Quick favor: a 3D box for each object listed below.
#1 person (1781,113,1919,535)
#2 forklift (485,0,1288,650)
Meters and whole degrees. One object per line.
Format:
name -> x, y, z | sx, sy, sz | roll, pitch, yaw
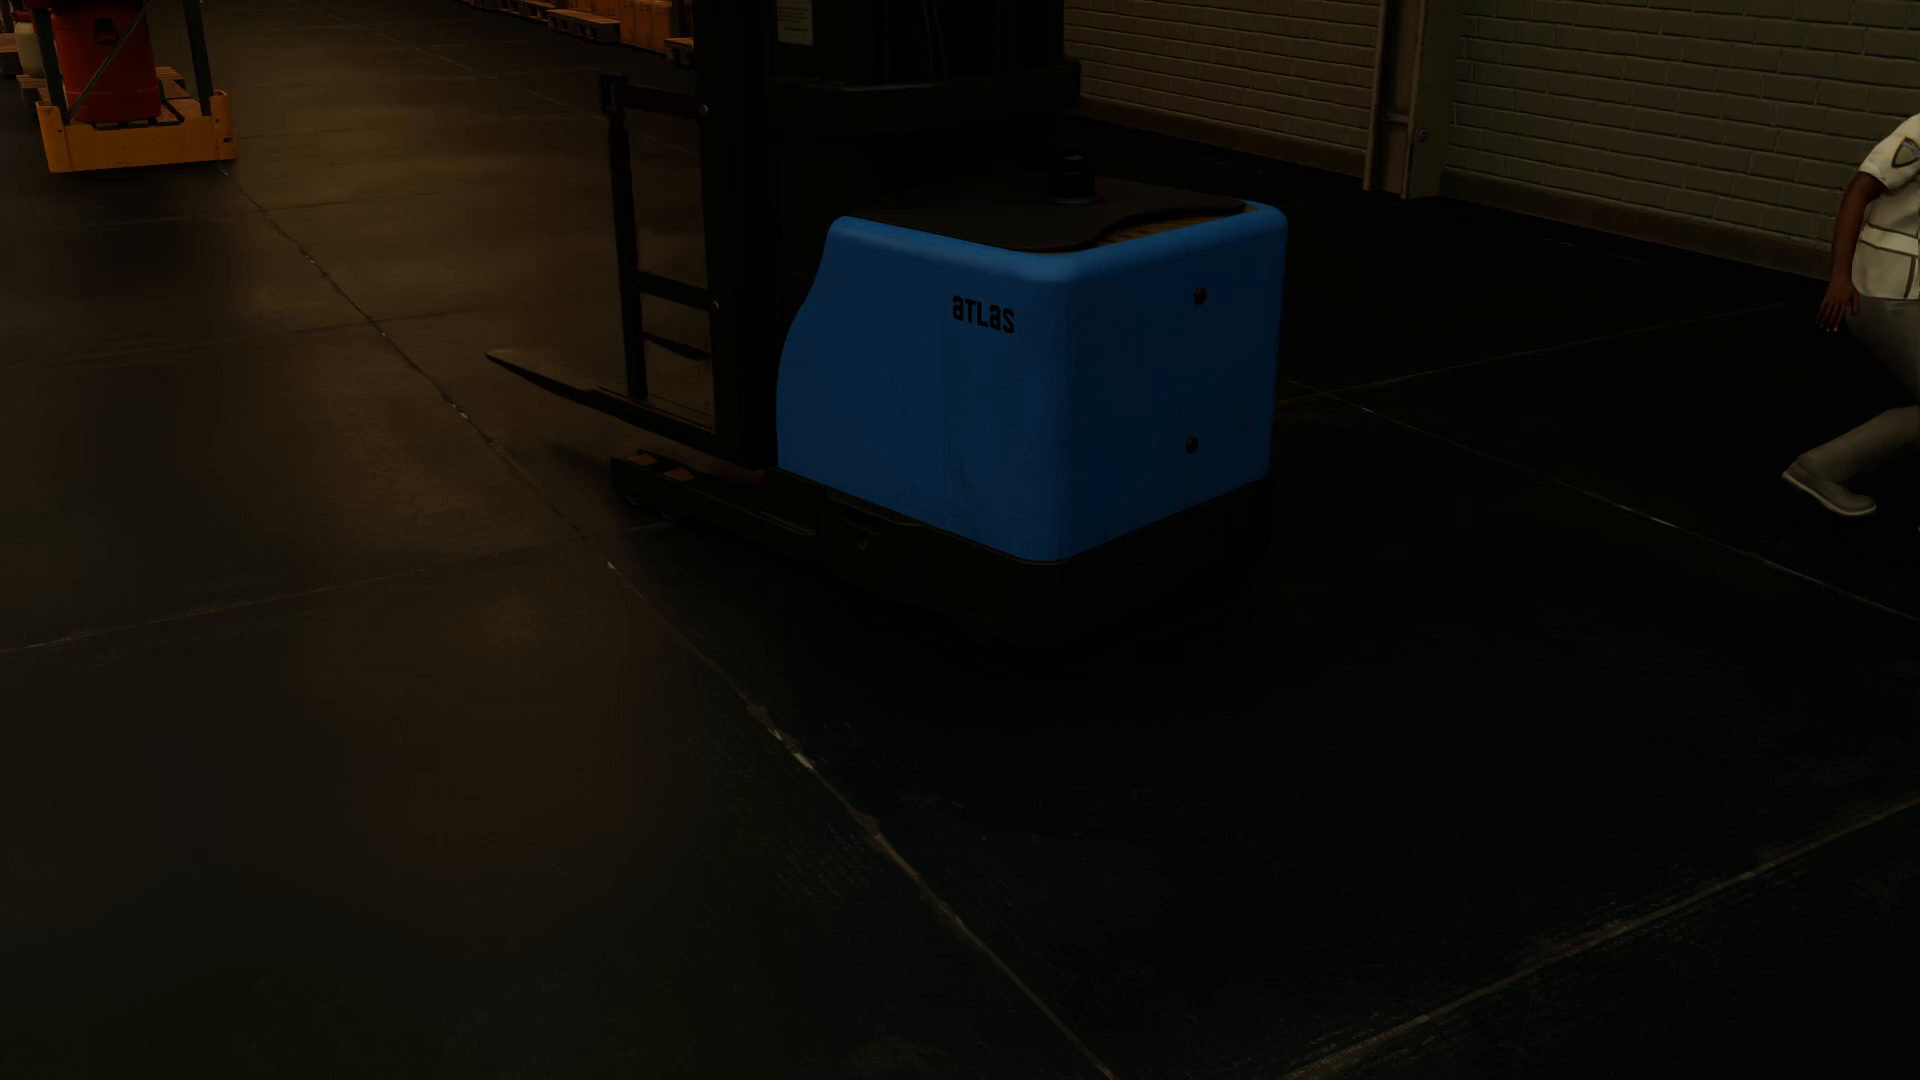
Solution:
person -> 2.835, -0.670, 4.758 | 0.785, 1.555, 0.817 | -15, 27, -32
forklift -> -0.487, -1.538, 5.021 | 1.130, 2.935, 3.031 | -21, 30, -41
